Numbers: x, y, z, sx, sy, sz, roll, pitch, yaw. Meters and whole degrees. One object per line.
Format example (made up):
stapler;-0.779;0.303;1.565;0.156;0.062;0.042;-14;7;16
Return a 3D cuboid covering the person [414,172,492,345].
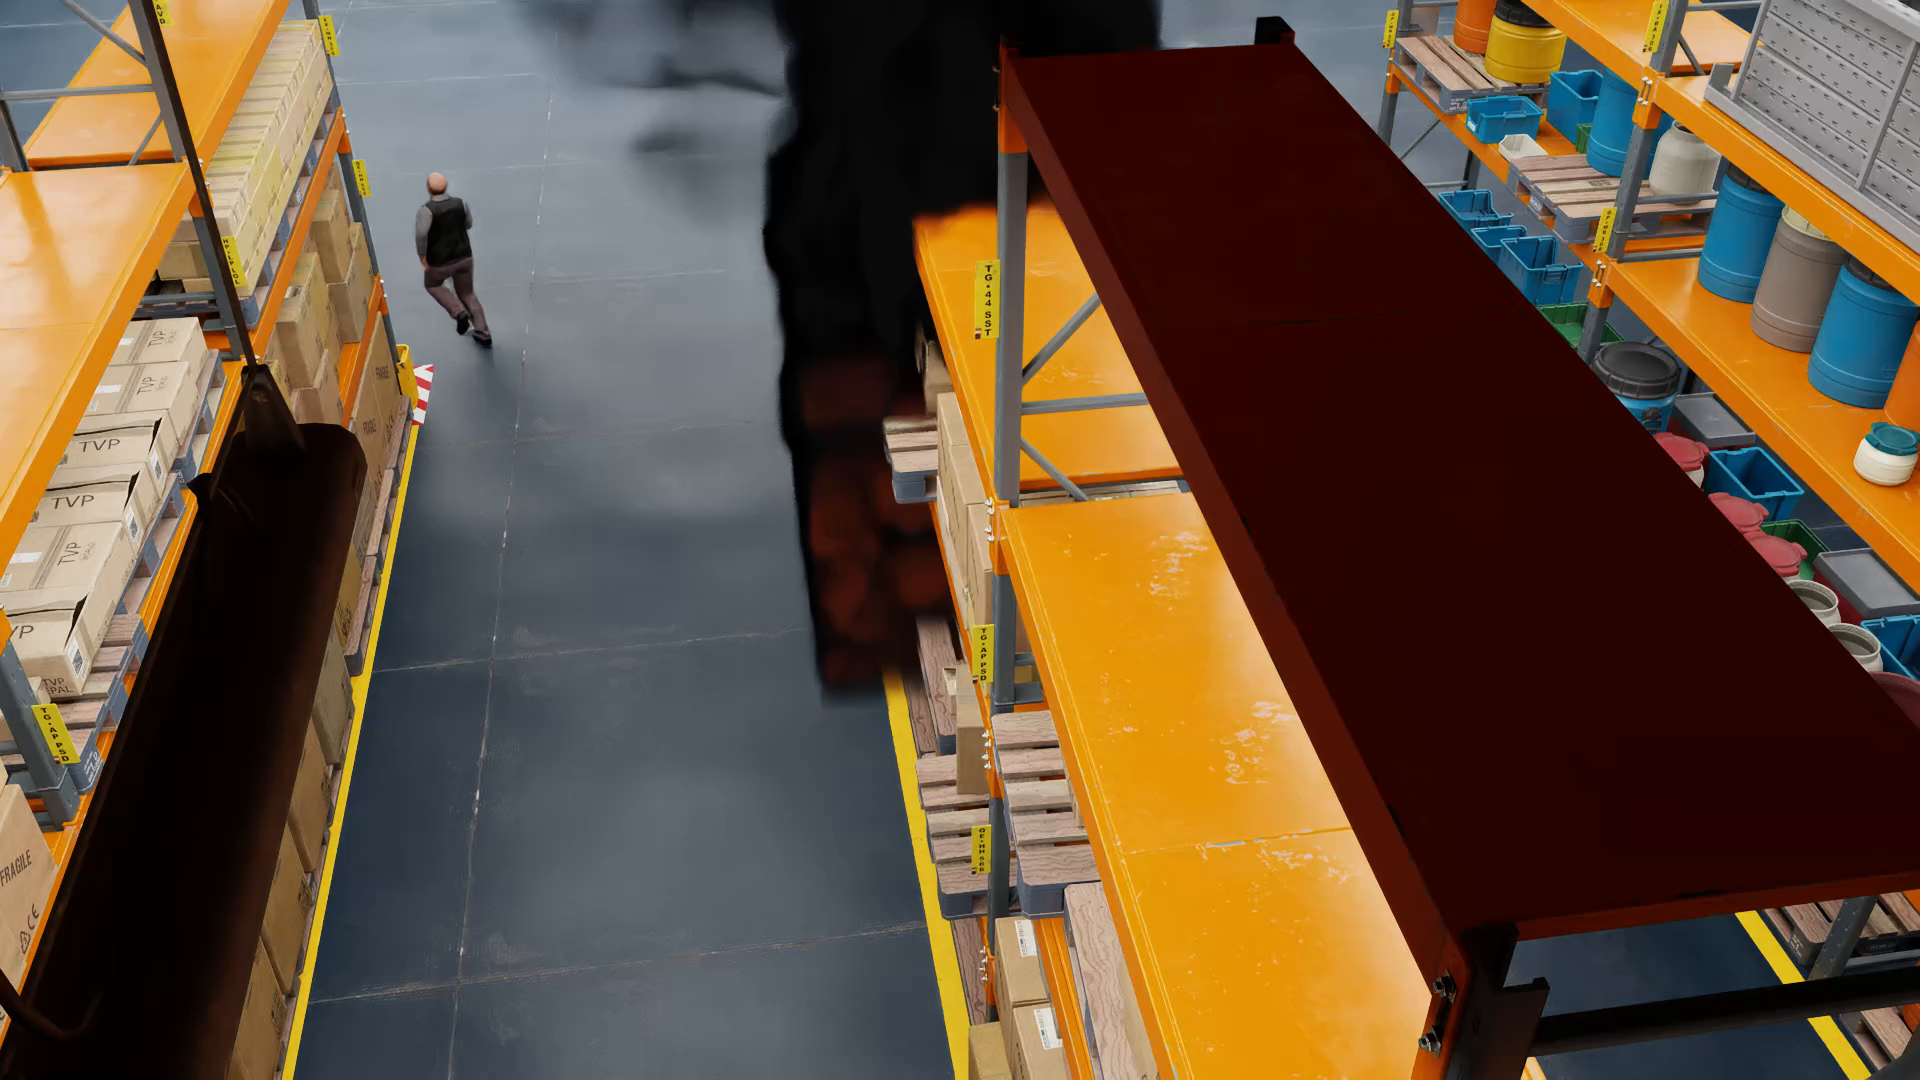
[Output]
person;-4.832;-2.647;15.631;0.687;1.677;0.737;-29;45;-33
